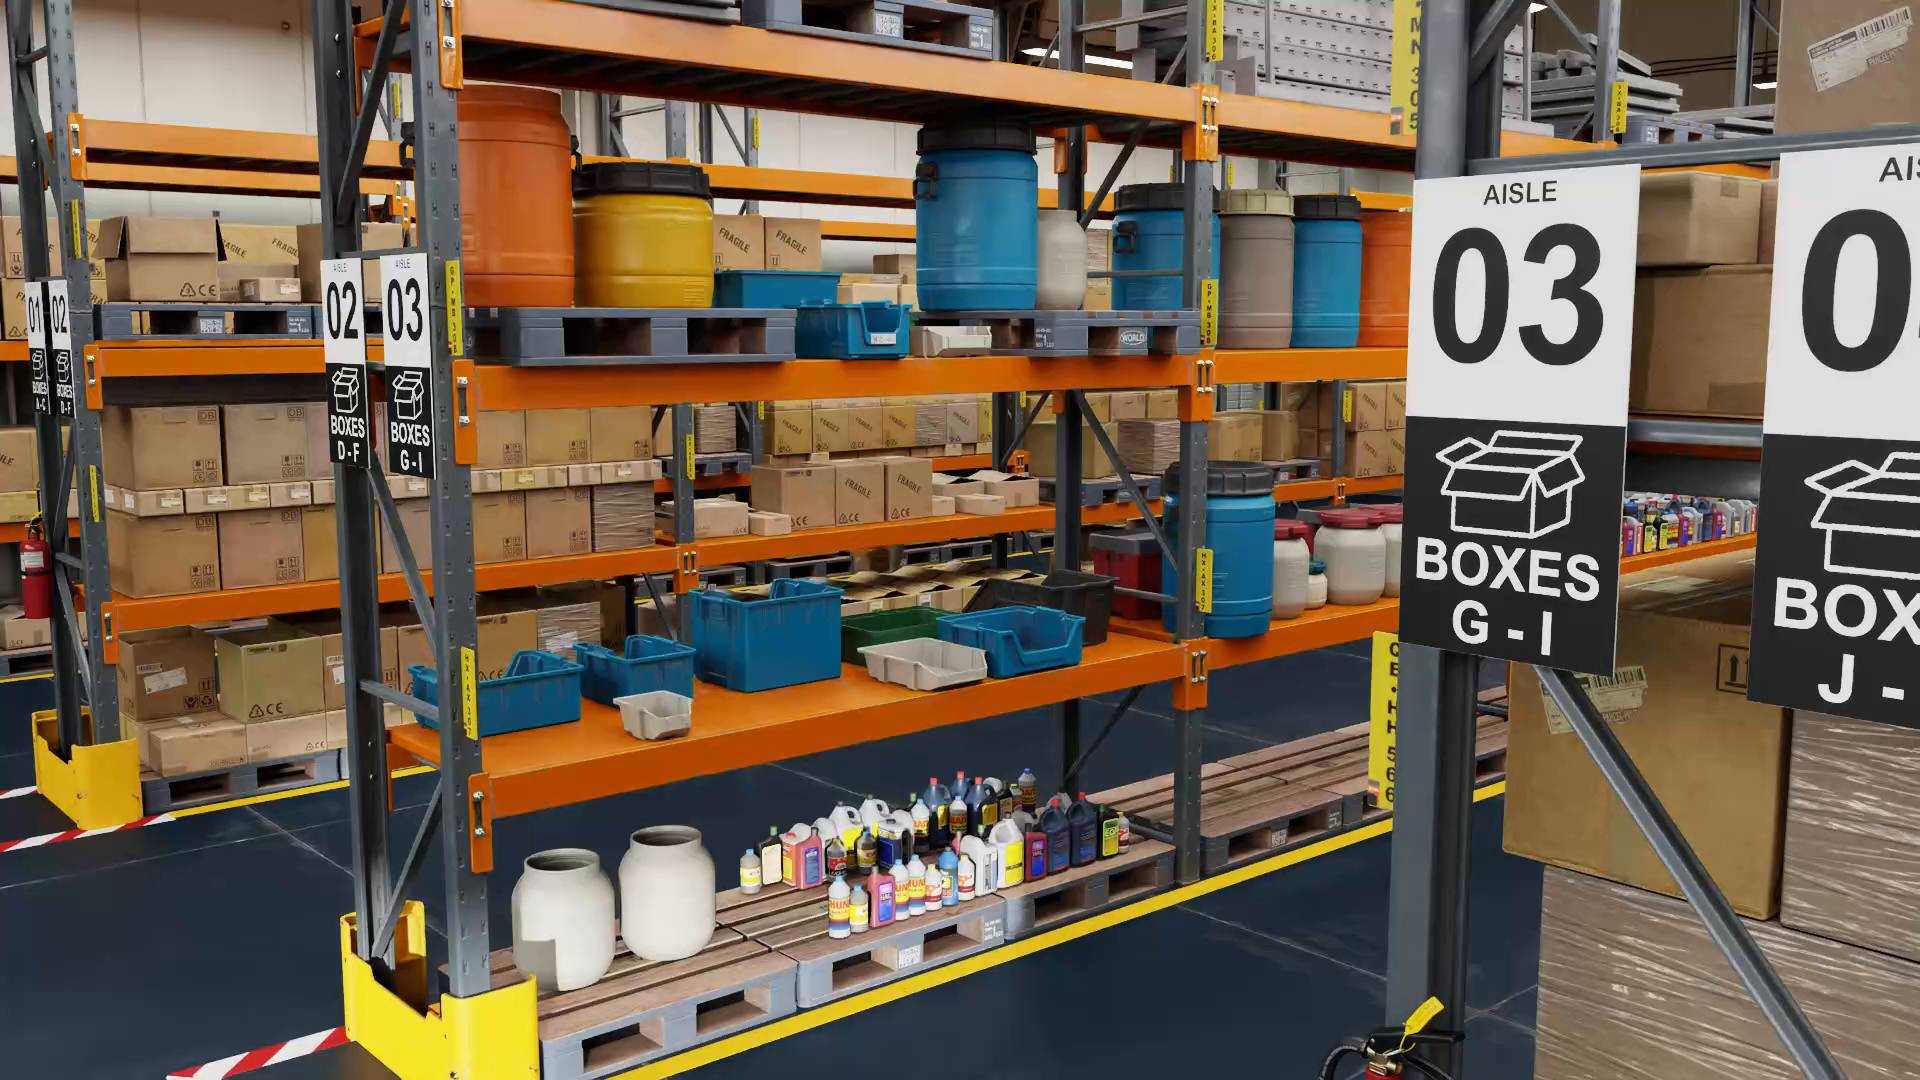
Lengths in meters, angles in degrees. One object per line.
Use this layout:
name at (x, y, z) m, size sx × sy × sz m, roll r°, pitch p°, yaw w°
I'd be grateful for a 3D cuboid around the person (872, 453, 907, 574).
person at (-0.722, -0.030, 16.525) m, size 0.416 × 1.671 × 0.500 m, roll -7°, pitch 10°, yaw -44°
